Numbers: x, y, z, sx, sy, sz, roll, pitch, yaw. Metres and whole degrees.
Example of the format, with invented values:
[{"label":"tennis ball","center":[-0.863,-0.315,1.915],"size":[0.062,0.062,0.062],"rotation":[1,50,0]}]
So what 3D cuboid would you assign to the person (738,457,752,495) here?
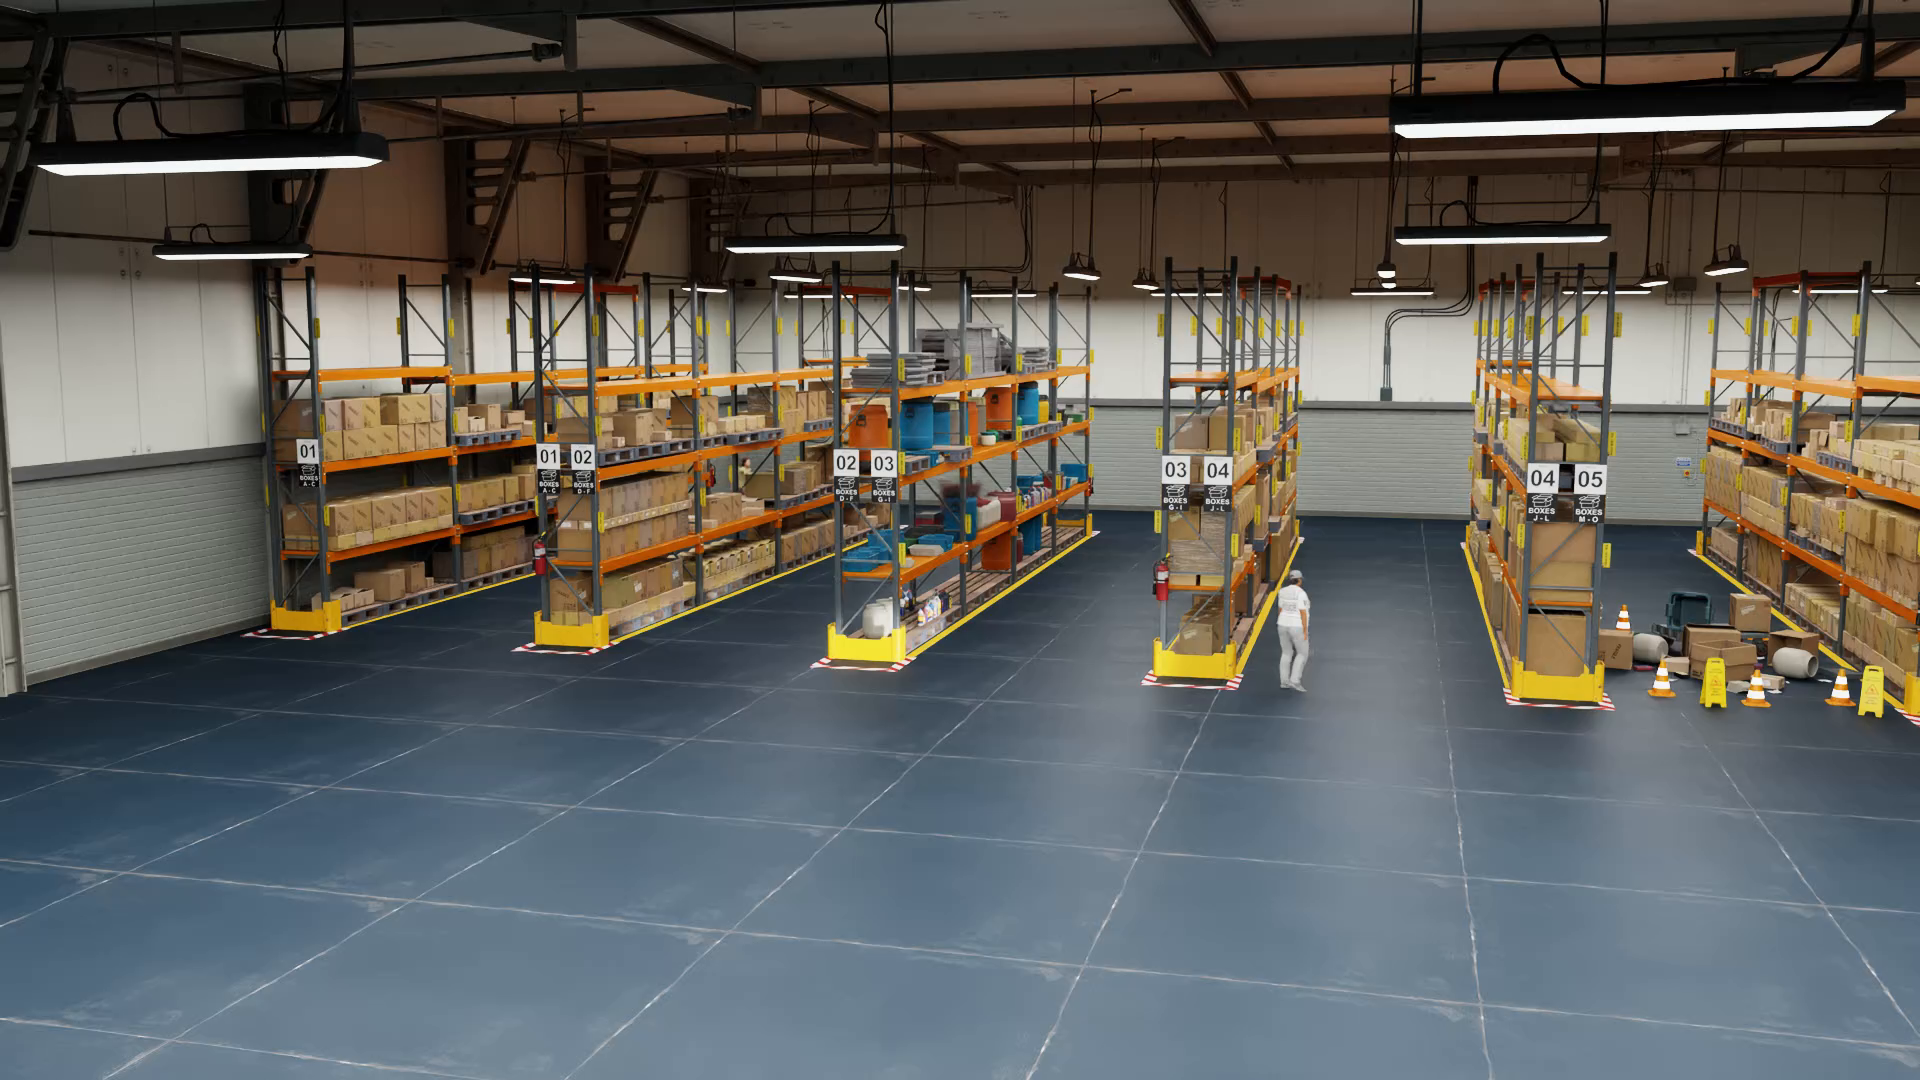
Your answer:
[{"label":"person","center":[-5.628,-1.385,43.886],"size":[1.030,1.598,0.434],"rotation":[2,7,12]}]

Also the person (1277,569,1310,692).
[{"label":"person","center":[4.659,1.273,23.191],"size":[0.452,1.719,0.553],"rotation":[-6,9,-39]}]
